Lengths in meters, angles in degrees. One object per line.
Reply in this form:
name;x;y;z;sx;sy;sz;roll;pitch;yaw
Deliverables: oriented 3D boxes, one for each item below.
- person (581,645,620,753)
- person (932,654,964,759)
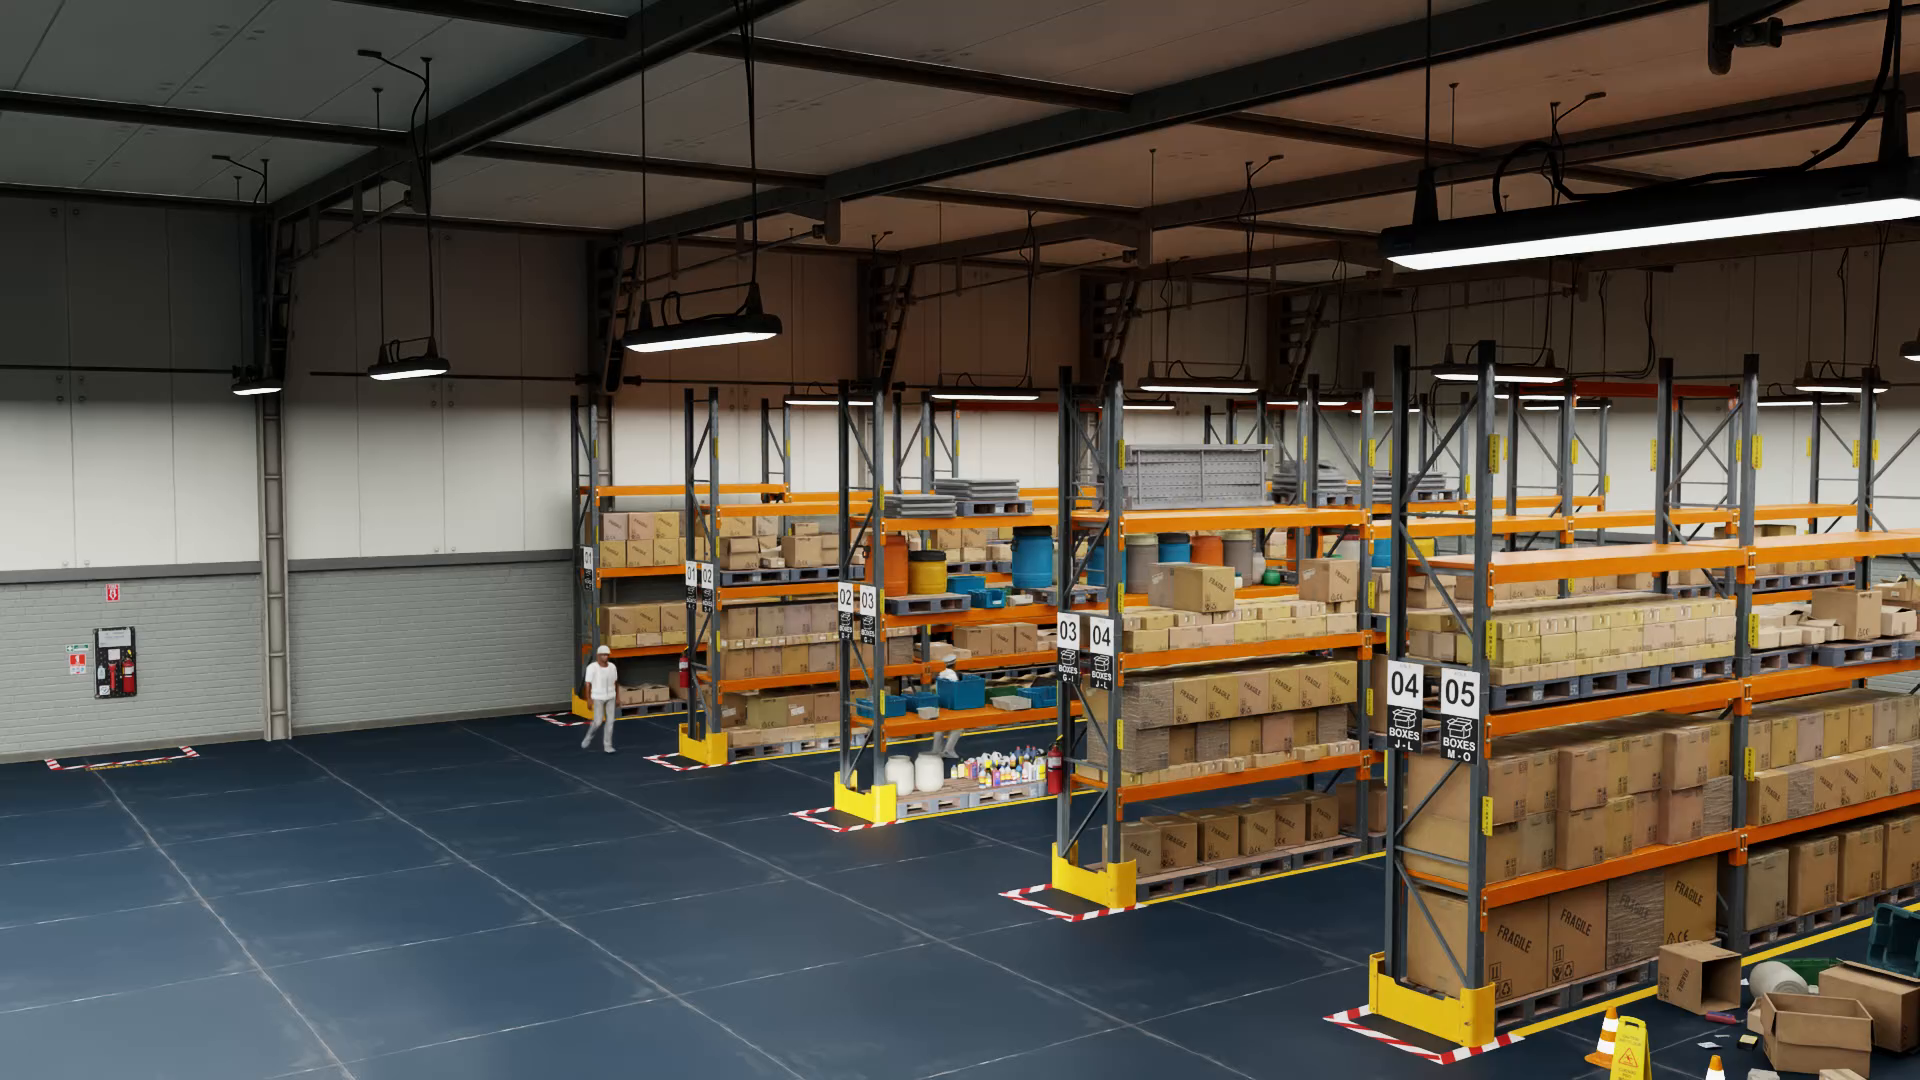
person;-5.902;2.619;27.459;0.588;1.758;0.556;-3;5;-42
person;-0.211;2.700;26.998;0.518;1.689;0.496;-1;4;-23
